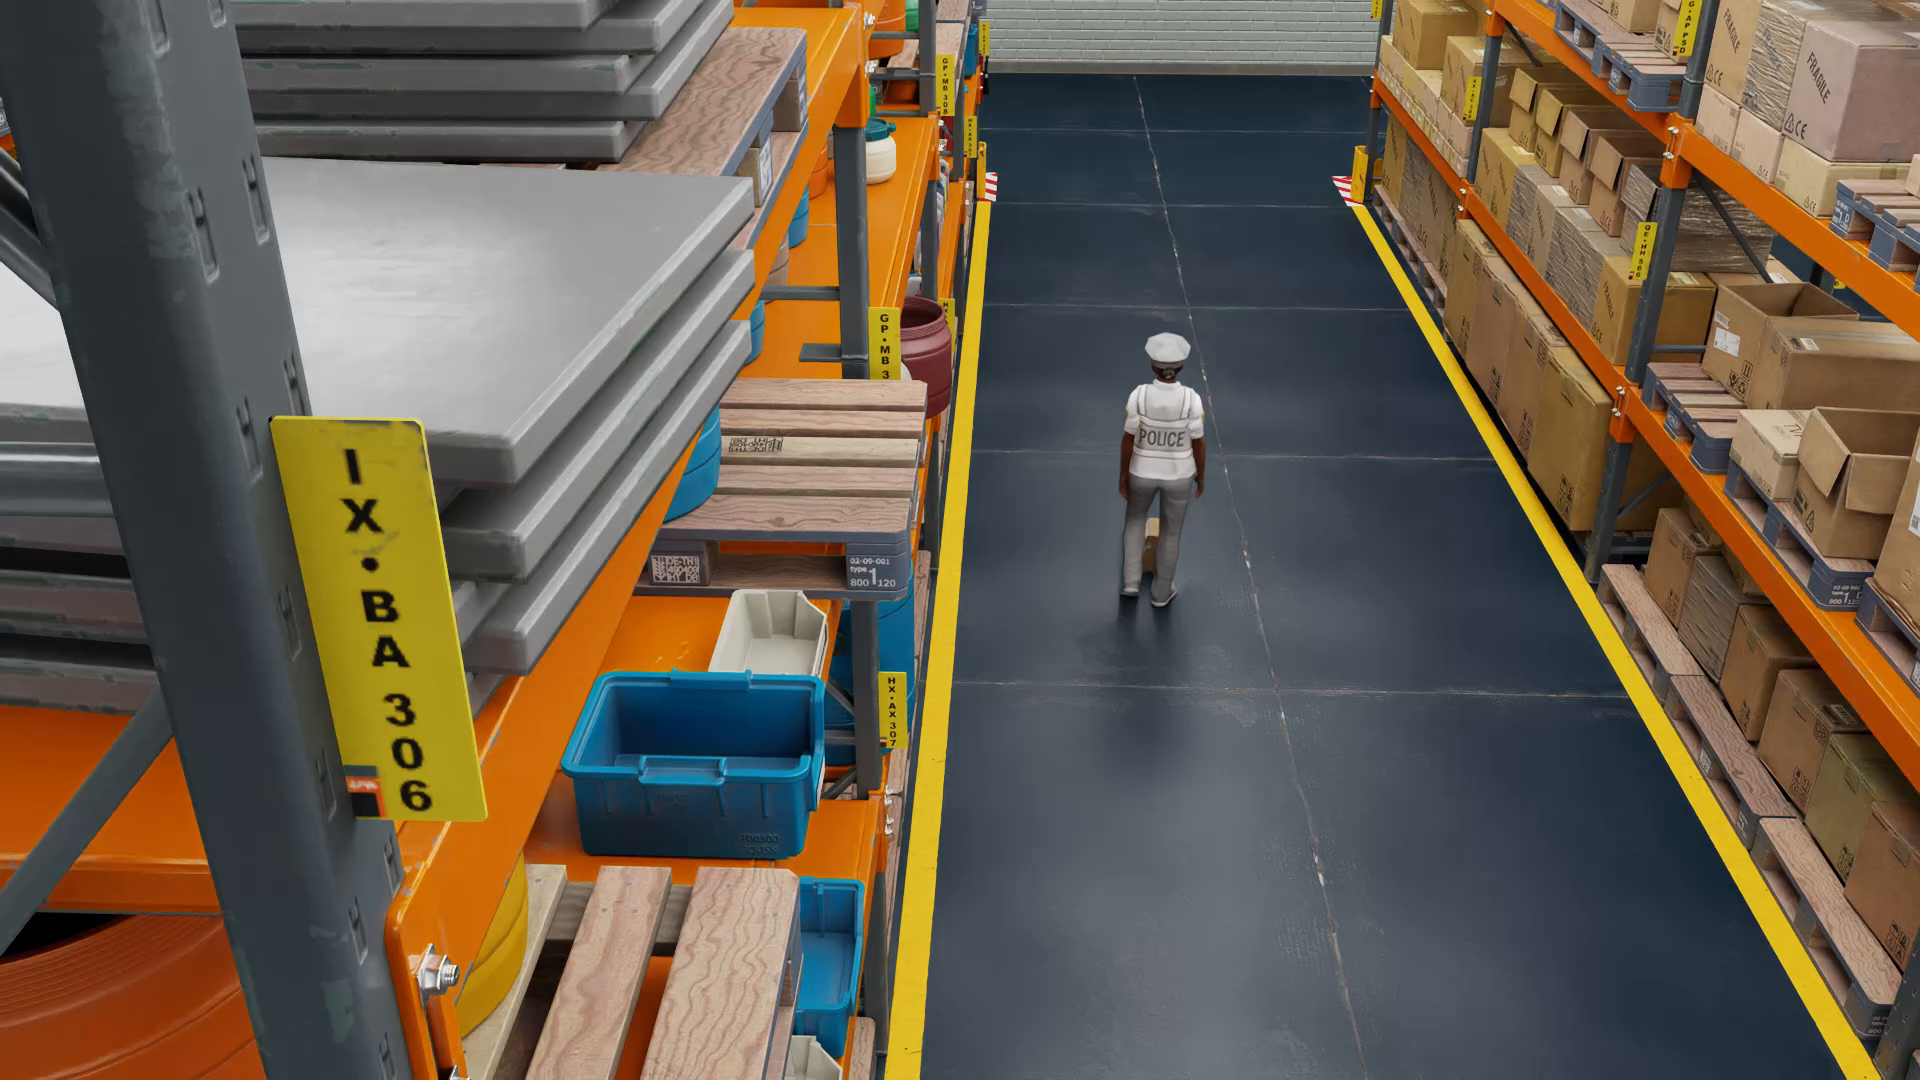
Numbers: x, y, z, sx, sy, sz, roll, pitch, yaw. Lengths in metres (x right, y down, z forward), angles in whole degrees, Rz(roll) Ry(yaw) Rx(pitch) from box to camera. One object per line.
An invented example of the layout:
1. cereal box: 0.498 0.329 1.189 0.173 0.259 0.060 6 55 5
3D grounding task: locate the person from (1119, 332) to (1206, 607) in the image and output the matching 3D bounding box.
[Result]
1. person: 1.158 -0.364 9.535 0.480 1.722 0.398 6 29 11
